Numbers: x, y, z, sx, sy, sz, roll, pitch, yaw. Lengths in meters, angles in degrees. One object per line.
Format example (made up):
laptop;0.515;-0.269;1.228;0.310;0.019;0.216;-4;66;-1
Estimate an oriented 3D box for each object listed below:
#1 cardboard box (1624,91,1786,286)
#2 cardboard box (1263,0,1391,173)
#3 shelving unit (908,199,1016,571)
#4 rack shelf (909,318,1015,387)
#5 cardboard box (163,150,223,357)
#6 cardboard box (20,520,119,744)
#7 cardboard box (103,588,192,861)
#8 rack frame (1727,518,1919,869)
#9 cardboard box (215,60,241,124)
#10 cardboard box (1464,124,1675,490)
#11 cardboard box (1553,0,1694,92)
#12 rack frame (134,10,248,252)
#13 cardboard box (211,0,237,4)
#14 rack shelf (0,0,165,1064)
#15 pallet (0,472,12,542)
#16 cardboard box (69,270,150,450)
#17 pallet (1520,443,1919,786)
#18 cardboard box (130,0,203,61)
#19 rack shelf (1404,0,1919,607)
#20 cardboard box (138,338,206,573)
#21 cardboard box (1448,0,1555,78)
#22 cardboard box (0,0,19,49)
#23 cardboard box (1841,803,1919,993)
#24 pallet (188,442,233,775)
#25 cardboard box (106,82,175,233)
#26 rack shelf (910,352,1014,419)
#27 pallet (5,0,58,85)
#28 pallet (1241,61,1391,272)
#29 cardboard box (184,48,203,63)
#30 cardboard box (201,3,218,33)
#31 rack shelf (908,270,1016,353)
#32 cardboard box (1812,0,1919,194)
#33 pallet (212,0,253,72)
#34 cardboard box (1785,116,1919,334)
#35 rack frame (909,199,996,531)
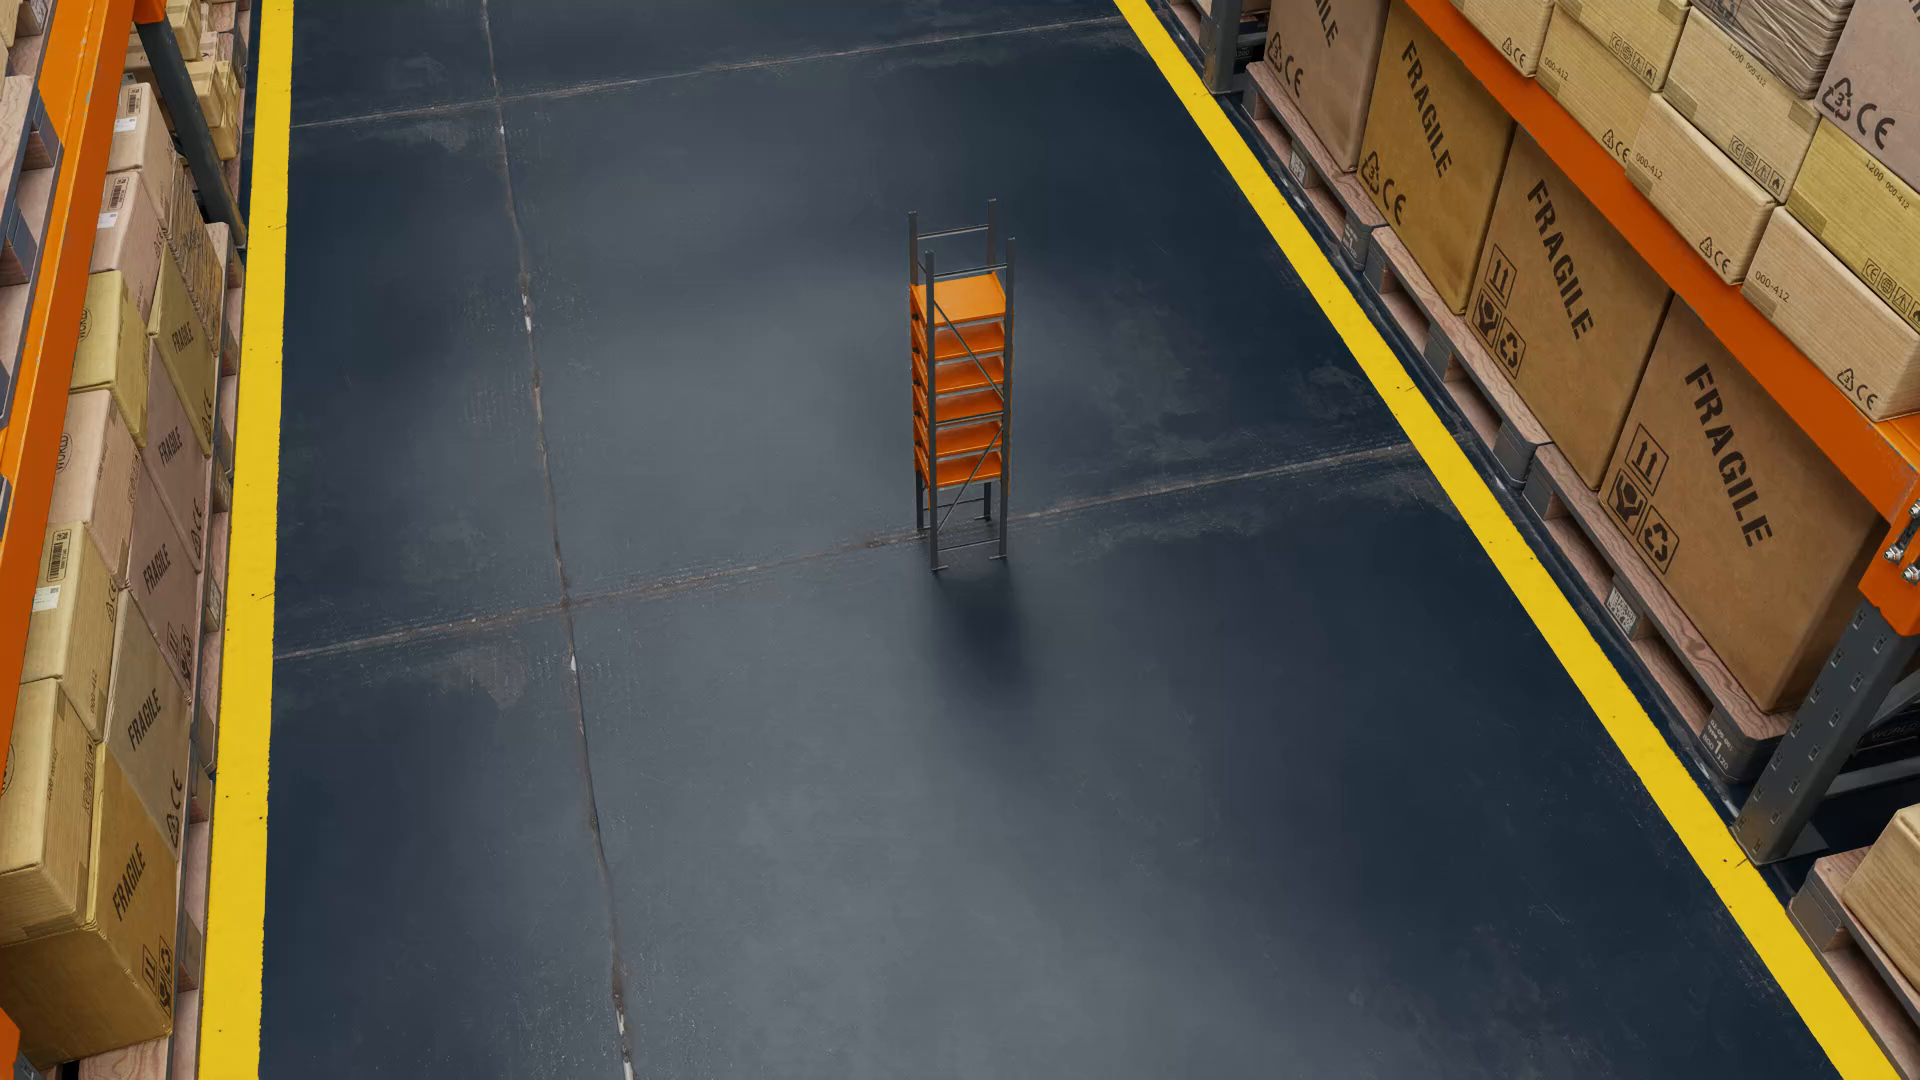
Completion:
cardboard box;2.042;-0.914;4.151;0.500;0.250;0.500;-10;46;-10
cardboard box;1.780;-2.067;6.369;0.875;0.875;0.875;-9;46;-9
shelving unit;0.004;-0.410;4.812;0.258;1.200;0.189;-11;47;-10
rack shelf;0.004;-0.547;4.672;0.258;0.103;0.180;-11;47;-10
cardboard box;-2.782;-0.909;5.497;0.500;0.500;0.500;-12;47;-11
cardboard box;-2.264;0.254;3.831;0.500;0.250;0.500;-11;47;-11
cardboard box;-2.258;0.506;4.110;0.500;0.500;0.500;-10;46;-10
rack frame;2.568;-0.315;3.459;1.000;3.000;0.127;-11;47;-10
cardboard box;-3.066;-1.745;6.562;0.380;0.149;0.250;-9;46;-9
cardboard box;2.247;-0.827;5.154;0.875;0.875;0.875;-10;46;-10
cardboard box;1.913;-1.429;4.305;0.500;0.250;0.500;-12;47;-11
rack frame;-3.215;-2.102;5.210;1.000;3.000;0.127;-11;47;-10
cardboard box;-3.369;-2.450;7.253;0.380;0.149;0.250;-12;47;-11
rack shelf;-2.703;-0.470;4.114;1.077;0.370;4.000;-11;47;-10
pallet;-2.477;0.254;3.035;1.213;0.211;1.003;-11;47;-10
cardboard box;-2.512;-0.449;4.521;0.500;0.250;0.500;-13;47;-12
pallet;2.439;0.103;5.002;1.003;0.211;1.213;-11;47;-10
cardboard box;-3.116;-1.936;6.333;0.380;0.149;0.250;-9;46;-8
rack shelf;2.056;-1.444;5.069;1.077;0.370;4.000;-11;47;-10
cardboard box;-2.524;-0.200;4.802;0.500;0.500;0.500;-12;47;-11
cardboard box;1.770;-1.612;4.834;0.500;0.250;0.500;-11;47;-11
cardboard box;-2.729;-1.398;4.402;0.380;0.149;0.250;-13;47;-12
cardboard box;2.703;0.849;3.863;0.950;0.372;0.625;-14;47;-13
pallet;-2.699;0.255;4.852;1.003;0.211;1.213;-11;47;-10
cardboard box;-2.780;-1.169;5.226;0.500;0.250;0.500;-12;47;-11
rack shelf;0.004;-0.463;4.758;0.258;0.103;0.180;-11;47;-10
pallet;-3.160;-1.481;4.735;1.003;0.211;1.213;-11;47;-10
pallet;1.814;-1.582;6.653;1.003;0.211;1.213;-11;47;-10
cardboard box;-3.150;-1.822;6.430;0.380;0.149;0.250;-10;46;-10
cardboard box;-3.293;-2.073;6.884;0.380;0.149;0.250;-12;47;-11
rack shelf;0.004;-0.631;4.586;0.258;0.103;0.180;-11;47;-10
cardboard box;2.183;-1.009;3.369;0.500;0.500;0.500;-12;47;-11
pallet;-3.737;-2.427;7.481;1.003;0.211;1.213;-11;47;-10
cardboard box;2.198;-0.726;3.616;0.500;0.250;0.500;-11;47;-10
rack frame;-0.020;-0.473;4.874;0.240;1.200;0.006;-11;47;-10
